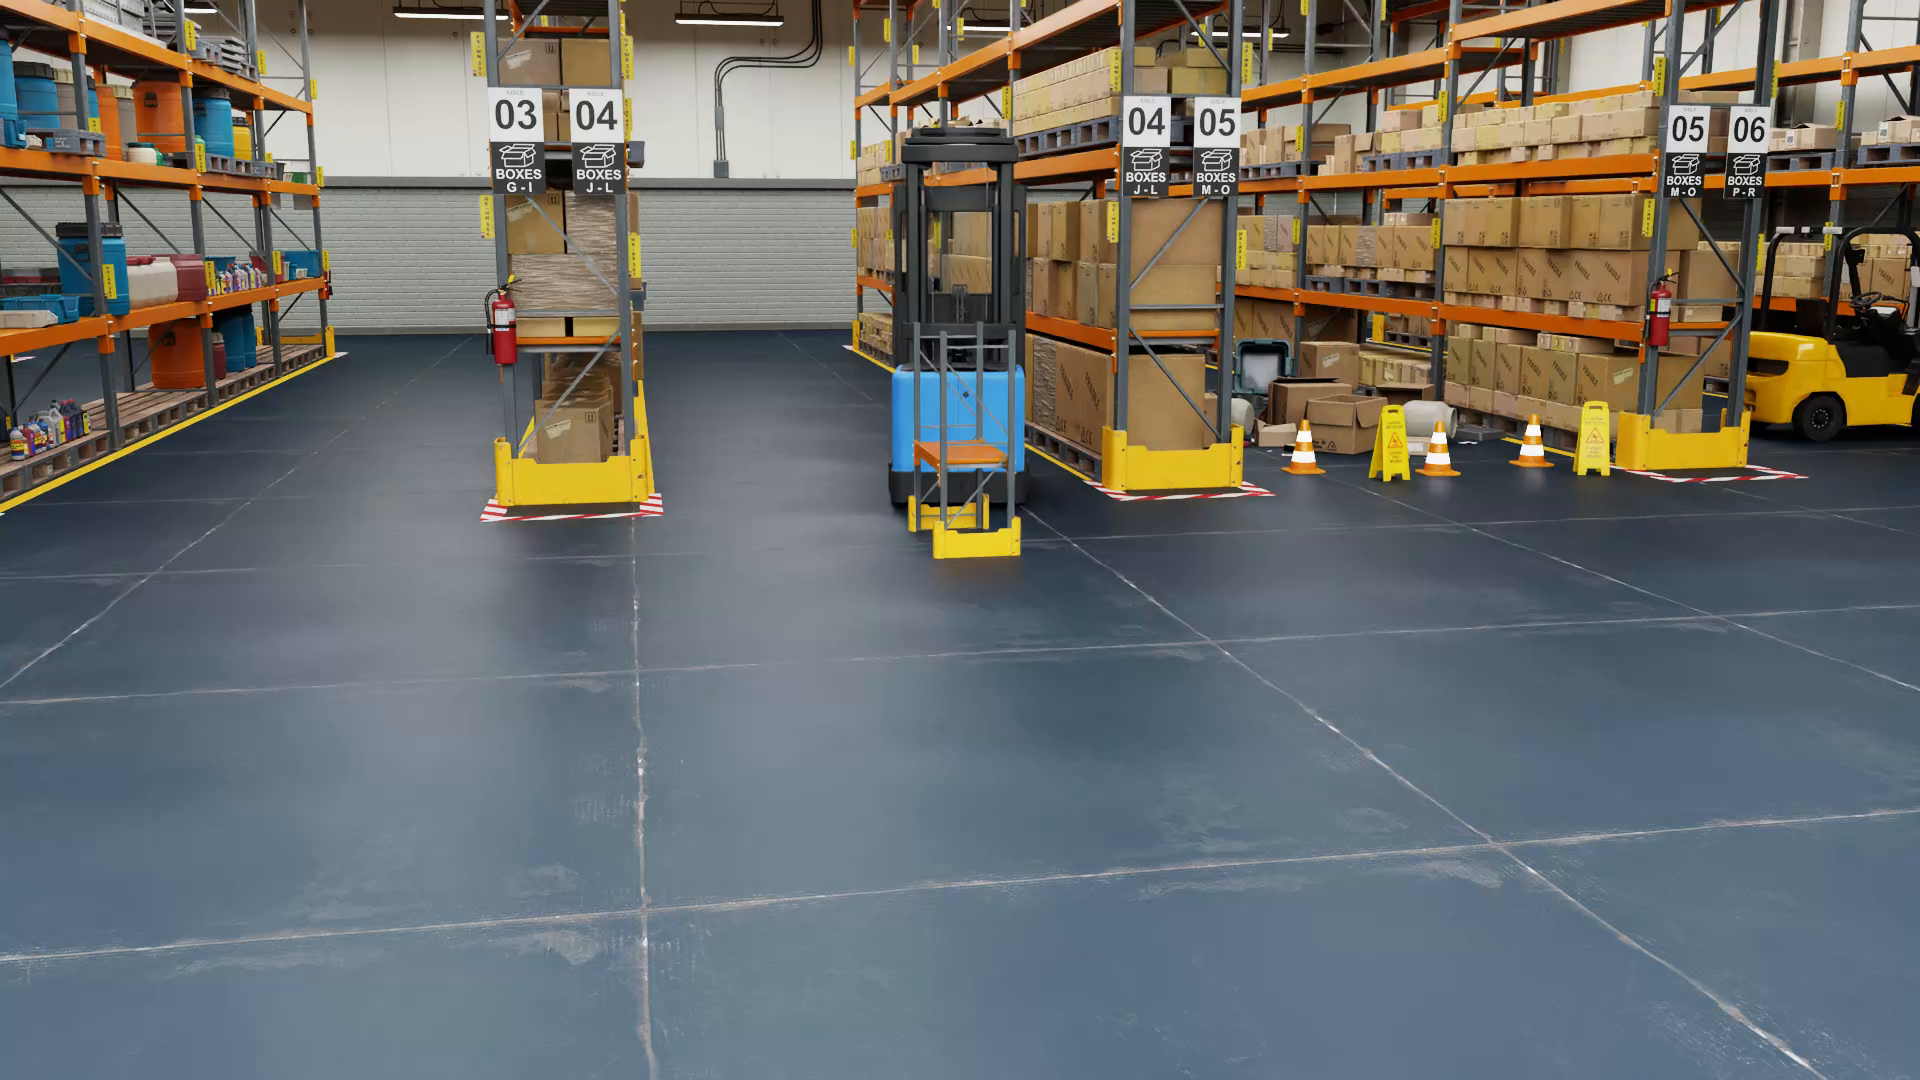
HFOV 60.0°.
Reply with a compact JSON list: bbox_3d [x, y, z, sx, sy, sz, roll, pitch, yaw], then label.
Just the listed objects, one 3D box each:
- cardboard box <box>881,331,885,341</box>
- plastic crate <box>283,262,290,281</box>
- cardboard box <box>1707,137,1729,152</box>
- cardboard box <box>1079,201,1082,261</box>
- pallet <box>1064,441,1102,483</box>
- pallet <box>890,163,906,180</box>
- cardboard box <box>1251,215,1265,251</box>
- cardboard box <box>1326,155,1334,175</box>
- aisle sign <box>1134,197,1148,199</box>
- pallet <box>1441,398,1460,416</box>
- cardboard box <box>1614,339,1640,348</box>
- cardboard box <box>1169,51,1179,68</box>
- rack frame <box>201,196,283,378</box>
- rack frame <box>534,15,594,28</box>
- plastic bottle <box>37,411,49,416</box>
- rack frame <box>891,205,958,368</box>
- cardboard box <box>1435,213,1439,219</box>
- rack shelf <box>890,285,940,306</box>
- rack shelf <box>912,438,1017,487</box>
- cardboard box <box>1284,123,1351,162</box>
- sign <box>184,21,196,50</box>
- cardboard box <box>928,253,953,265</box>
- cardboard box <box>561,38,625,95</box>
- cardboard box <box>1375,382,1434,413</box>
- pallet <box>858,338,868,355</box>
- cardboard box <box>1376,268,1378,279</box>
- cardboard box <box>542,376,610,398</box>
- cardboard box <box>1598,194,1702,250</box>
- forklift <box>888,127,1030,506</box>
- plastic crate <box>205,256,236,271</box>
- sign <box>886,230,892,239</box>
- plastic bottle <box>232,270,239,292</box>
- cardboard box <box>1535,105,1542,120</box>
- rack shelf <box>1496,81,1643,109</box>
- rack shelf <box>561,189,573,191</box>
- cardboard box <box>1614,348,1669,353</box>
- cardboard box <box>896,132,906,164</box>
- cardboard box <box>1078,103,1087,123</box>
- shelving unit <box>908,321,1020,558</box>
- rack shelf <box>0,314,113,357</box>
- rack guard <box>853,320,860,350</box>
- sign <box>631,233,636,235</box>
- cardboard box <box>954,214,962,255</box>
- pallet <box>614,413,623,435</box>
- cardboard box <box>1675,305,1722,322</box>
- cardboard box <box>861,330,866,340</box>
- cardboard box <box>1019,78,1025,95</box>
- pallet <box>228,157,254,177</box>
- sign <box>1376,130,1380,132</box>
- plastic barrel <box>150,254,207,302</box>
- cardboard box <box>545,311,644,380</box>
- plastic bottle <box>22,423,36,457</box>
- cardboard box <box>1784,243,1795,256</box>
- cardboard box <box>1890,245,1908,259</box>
[{"bbox_3d":[-1.046,-3.238,26.391,0.380,0.149,0.250,-3,11,-13],"label":"cardboard box"},{"bbox_3d":[-10.398,-4.058,25.151,0.437,0.282,0.530,-2,11,-11],"label":"plastic crate"},{"bbox_3d":[6.885,-3.562,15.040,0.380,0.149,0.250,-2,11,-11],"label":"cardboard box"},{"bbox_3d":[1.588,-2.820,15.200,0.875,0.550,0.550,-2,11,-11],"label":"cardboard box"},{"bbox_3d":[1.563,-0.715,14.889,1.003,0.211,1.213,-2,11,-11],"label":"pallet"},{"bbox_3d":[-0.318,-5.216,23.559,1.213,0.211,1.003,-2,11,-11],"label":"pallet"},{"bbox_3d":[4.520,-4.418,23.942,0.500,0.500,0.500,-2,11,-11],"label":"cardboard box"},{"bbox_3d":[5.019,-4.904,21.774,0.396,0.266,0.258,-2,11,-11],"label":"cardboard box"},{"bbox_3d":[3.221,-6.354,30.104,0.394,0.787,0.004,-2,11,-11],"label":"aisle sign"},{"bbox_3d":[5.700,-1.646,19.781,1.003,0.211,1.213,-2,11,-11],"label":"pallet"},{"bbox_3d":[9.650,-2.836,24.137,0.500,0.500,0.500,-2,11,-9],"label":"cardboard box"},{"bbox_3d":[1.995,-4.057,14.116,0.380,0.149,0.250,-2,11,-11],"label":"cardboard box"},{"bbox_3d":[-10.282,-3.800,23.639,1.000,3.000,0.127,-2,11,-11],"label":"rack frame"},{"bbox_3d":[-4.646,-6.194,20.170,1.000,3.000,0.127,-2,11,-11],"label":"rack frame"},{"bbox_3d":[-8.421,-1.058,15.341,0.152,0.276,0.135,-2,11,-11],"label":"plastic bottle"},{"bbox_3d":[-0.539,-4.142,25.436,1.000,3.000,0.127,-2,11,-11],"label":"rack frame"},{"bbox_3d":[5.796,-3.888,20.181,0.380,0.149,0.250,-1,11,-8],"label":"cardboard box"},{"bbox_3d":[-0.150,-3.422,23.576,1.077,0.370,4.000,-2,11,-11],"label":"rack shelf"},{"bbox_3d":[0.017,-0.544,11.508,0.538,0.185,1.000,-2,11,-11],"label":"rack shelf"},{"bbox_3d":[4.854,-5.401,22.629,0.797,0.503,0.637,-3,11,-15],"label":"cardboard box"},{"bbox_3d":[-8.966,-5.876,19.366,0.100,0.325,0.005,-2,11,-11],"label":"sign"},{"bbox_3d":[-0.304,-3.711,21.927,0.380,0.149,0.250,-2,11,-10],"label":"cardboard box"},{"bbox_3d":[-3.114,-3.976,14.140,0.500,0.500,0.500,-2,11,-11],"label":"cardboard box"},{"bbox_3d":[4.727,-1.400,17.711,0.500,0.500,0.500,6,12,28],"label":"cardboard box"},{"bbox_3d":[-1.179,-3.341,28.688,1.003,0.211,1.213,-2,11,-11],"label":"pallet"},{"bbox_3d":[5.347,-3.280,20.456,0.380,0.149,0.250,-3,11,-13],"label":"cardboard box"},{"bbox_3d":[-3.710,-1.312,16.127,0.500,0.500,0.500,1,11,7],"label":"cardboard box"},{"bbox_3d":[6.317,-2.912,15.235,0.700,0.500,0.500,-2,11,-12],"label":"cardboard box"},{"bbox_3d":[0.004,-1.937,14.034,1.130,2.935,3.031,0,11,1],"label":"forklift"},{"bbox_3d":[-10.707,-3.895,24.020,0.392,0.384,0.575,-2,11,-11],"label":"plastic crate"},{"bbox_3d":[-1.070,-4.546,25.244,0.100,0.325,0.005,-2,11,-11],"label":"sign"},{"bbox_3d":[-9.558,-3.415,21.926,0.061,0.283,0.133,-2,11,-11],"label":"plastic bottle"},{"bbox_3d":[5.978,-4.263,16.590,0.380,0.149,0.250,-2,11,-10],"label":"cardboard box"},{"bbox_3d":[9.554,-6.552,25.047,1.077,0.370,4.000,-2,11,-11],"label":"rack shelf"},{"bbox_3d":[-5.813,-5.467,26.299,1.077,0.370,4.000,-2,11,-11],"label":"rack shelf"},{"bbox_3d":[6.634,-1.622,16.419,0.500,0.500,0.500,-3,11,-13],"label":"cardboard box"},{"bbox_3d":[-0.573,-5.797,24.720,0.700,0.500,0.500,-2,11,-11],"label":"cardboard box"},{"bbox_3d":[1.251,-3.735,14.556,0.380,0.149,0.250,-2,11,-10],"label":"cardboard box"},{"bbox_3d":[0.015,-0.723,11.483,0.587,1.500,1.083,-2,11,-11],"label":"shelving unit"},{"bbox_3d":[-8.337,-1.613,14.070,1.077,0.370,4.000,-2,11,-11],"label":"rack shelf"},{"bbox_3d":[-1.302,-3.634,29.450,1.175,0.500,0.348,-2,11,-11],"label":"rack guard"},{"bbox_3d":[-3.337,-2.959,16.907,0.100,0.325,0.005,-2,11,-11],"label":"sign"},{"bbox_3d":[0.317,-3.866,21.044,0.700,0.500,0.500,-2,11,-11],"label":"cardboard box"},{"bbox_3d":[-4.021,-1.286,17.887,1.003,0.211,1.213,-2,11,-11],"label":"pallet"},{"bbox_3d":[6.768,-2.086,15.306,0.380,0.149,0.250,-2,11,-11],"label":"cardboard box"},{"bbox_3d":[-1.529,-3.574,28.951,0.380,0.149,0.250,-2,11,-10],"label":"cardboard box"},{"bbox_3d":[0.805,-4.546,16.685,0.380,0.149,0.250,-2,11,-11],"label":"cardboard box"},{"bbox_3d":[-9.810,-4.833,21.547,1.003,0.211,1.213,-2,11,-11],"label":"pallet"},{"bbox_3d":[5.608,-5.354,22.397,0.100,0.325,0.005,-2,11,-11],"label":"sign"},{"bbox_3d":[-9.117,-3.059,19.383,0.600,0.536,0.708,-2,11,-11],"label":"plastic barrel"},{"bbox_3d":[-4.760,-2.536,21.559,1.225,0.875,0.875,-3,11,-14],"label":"cardboard box"},{"bbox_3d":[-8.021,-0.867,14.317,0.061,0.283,0.133,-2,11,-10],"label":"plastic bottle"},{"bbox_3d":[10.373,-3.570,20.430,0.380,0.149,0.250,-2,11,-11],"label":"cardboard box"},{"bbox_3d":[10.630,-3.212,18.548,0.380,0.149,0.250,-2,11,-10],"label":"cardboard box"}]
